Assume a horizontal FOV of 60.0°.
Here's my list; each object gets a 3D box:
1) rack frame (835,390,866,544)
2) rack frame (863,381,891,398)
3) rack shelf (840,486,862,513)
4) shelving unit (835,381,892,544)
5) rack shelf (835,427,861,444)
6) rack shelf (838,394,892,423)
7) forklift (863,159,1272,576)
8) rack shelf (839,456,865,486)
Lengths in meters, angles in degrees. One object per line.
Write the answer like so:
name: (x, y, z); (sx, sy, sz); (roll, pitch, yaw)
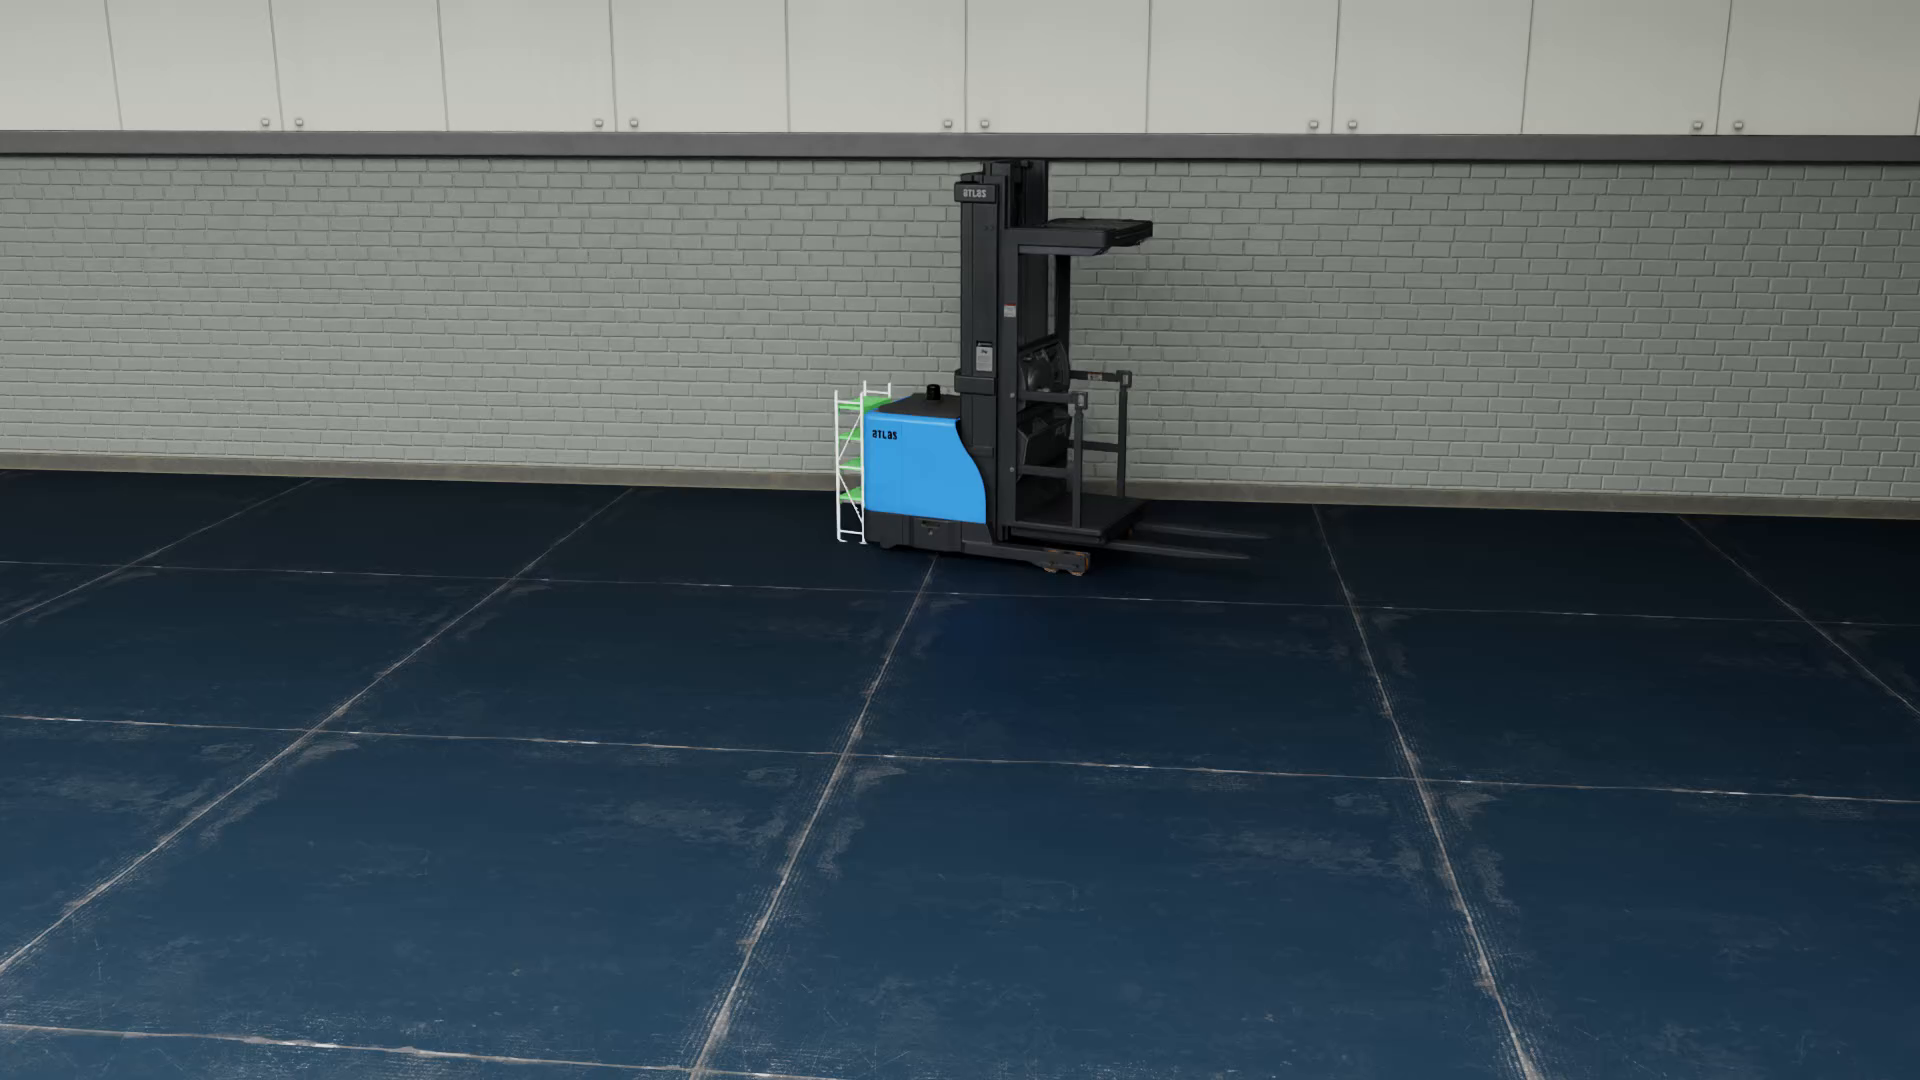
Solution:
rack frame: (-0.854, -0.562, 12.940); (0.240, 1.200, 0.015); (7, 16, 23)
rack frame: (-0.658, -0.678, 13.371); (0.240, 1.200, 0.015); (7, 16, 23)
rack shelf: (-0.756, -0.326, 13.235); (0.258, 0.148, 0.480); (7, 16, 23)
shelving unit: (-0.756, -0.620, 13.156); (0.258, 1.200, 0.503); (7, 16, 23)
rack shelf: (-0.756, -0.790, 13.110); (0.258, 0.148, 0.480); (7, 16, 23)
rack shelf: (-0.756, -1.022, 13.047); (0.258, 0.148, 0.480); (7, 16, 23)
forklift: (0.813, -1.310, 12.393); (3.031, 2.935, 1.130); (7, 17, 23)
rack shelf: (-0.756, -0.558, 13.172); (0.258, 0.148, 0.480); (7, 16, 23)
